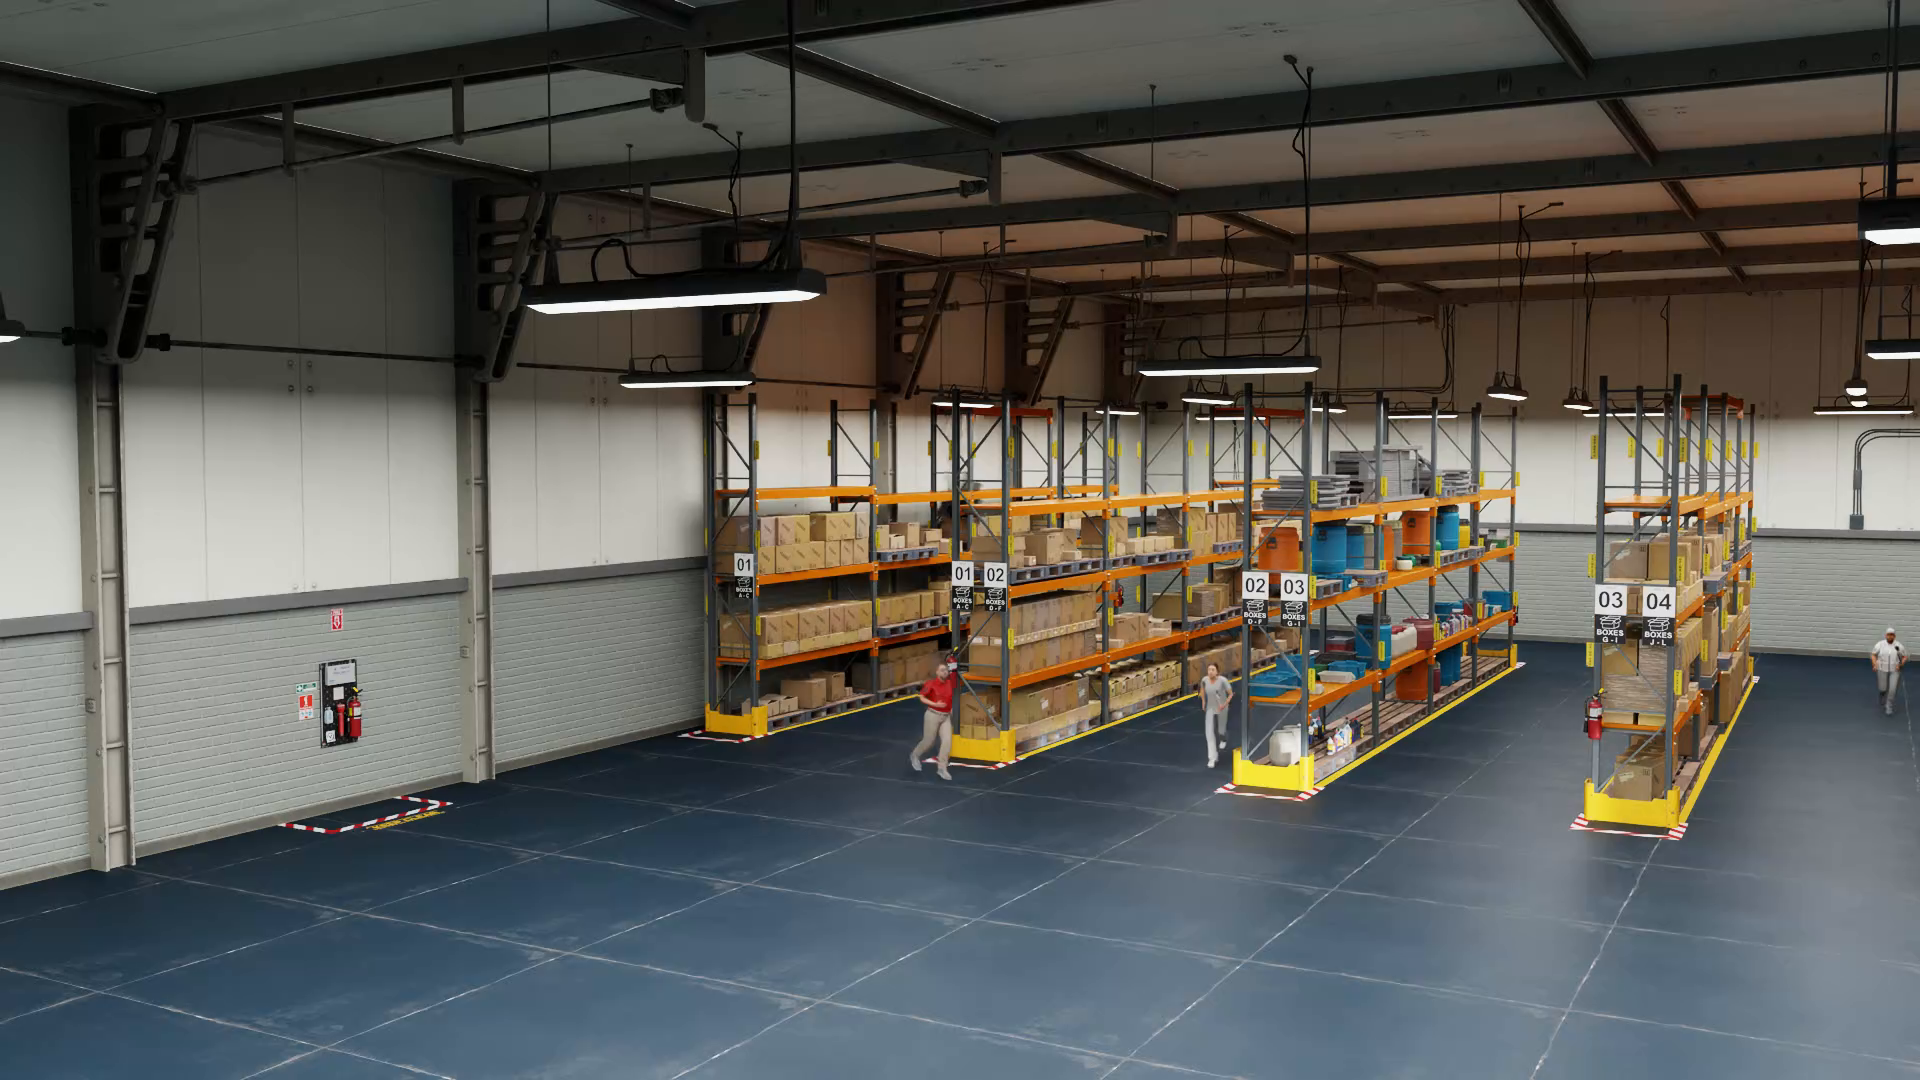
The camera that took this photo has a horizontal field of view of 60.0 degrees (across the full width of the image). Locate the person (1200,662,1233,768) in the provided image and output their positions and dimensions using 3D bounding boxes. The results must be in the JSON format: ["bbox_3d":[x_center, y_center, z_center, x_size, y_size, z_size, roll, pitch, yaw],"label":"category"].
[{"bbox_3d":[4.114,2.755,26.622,0.565,1.658,1.051,1,3,22],"label":"person"}]

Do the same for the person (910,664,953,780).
[{"bbox_3d":[-0.350,2.769,25.612,0.668,1.744,0.888,-2,4,-35],"label":"person"}]

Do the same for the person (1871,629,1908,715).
[{"bbox_3d":[17.666,2.493,31.619,0.614,1.626,0.503,2,3,28],"label":"person"}]
